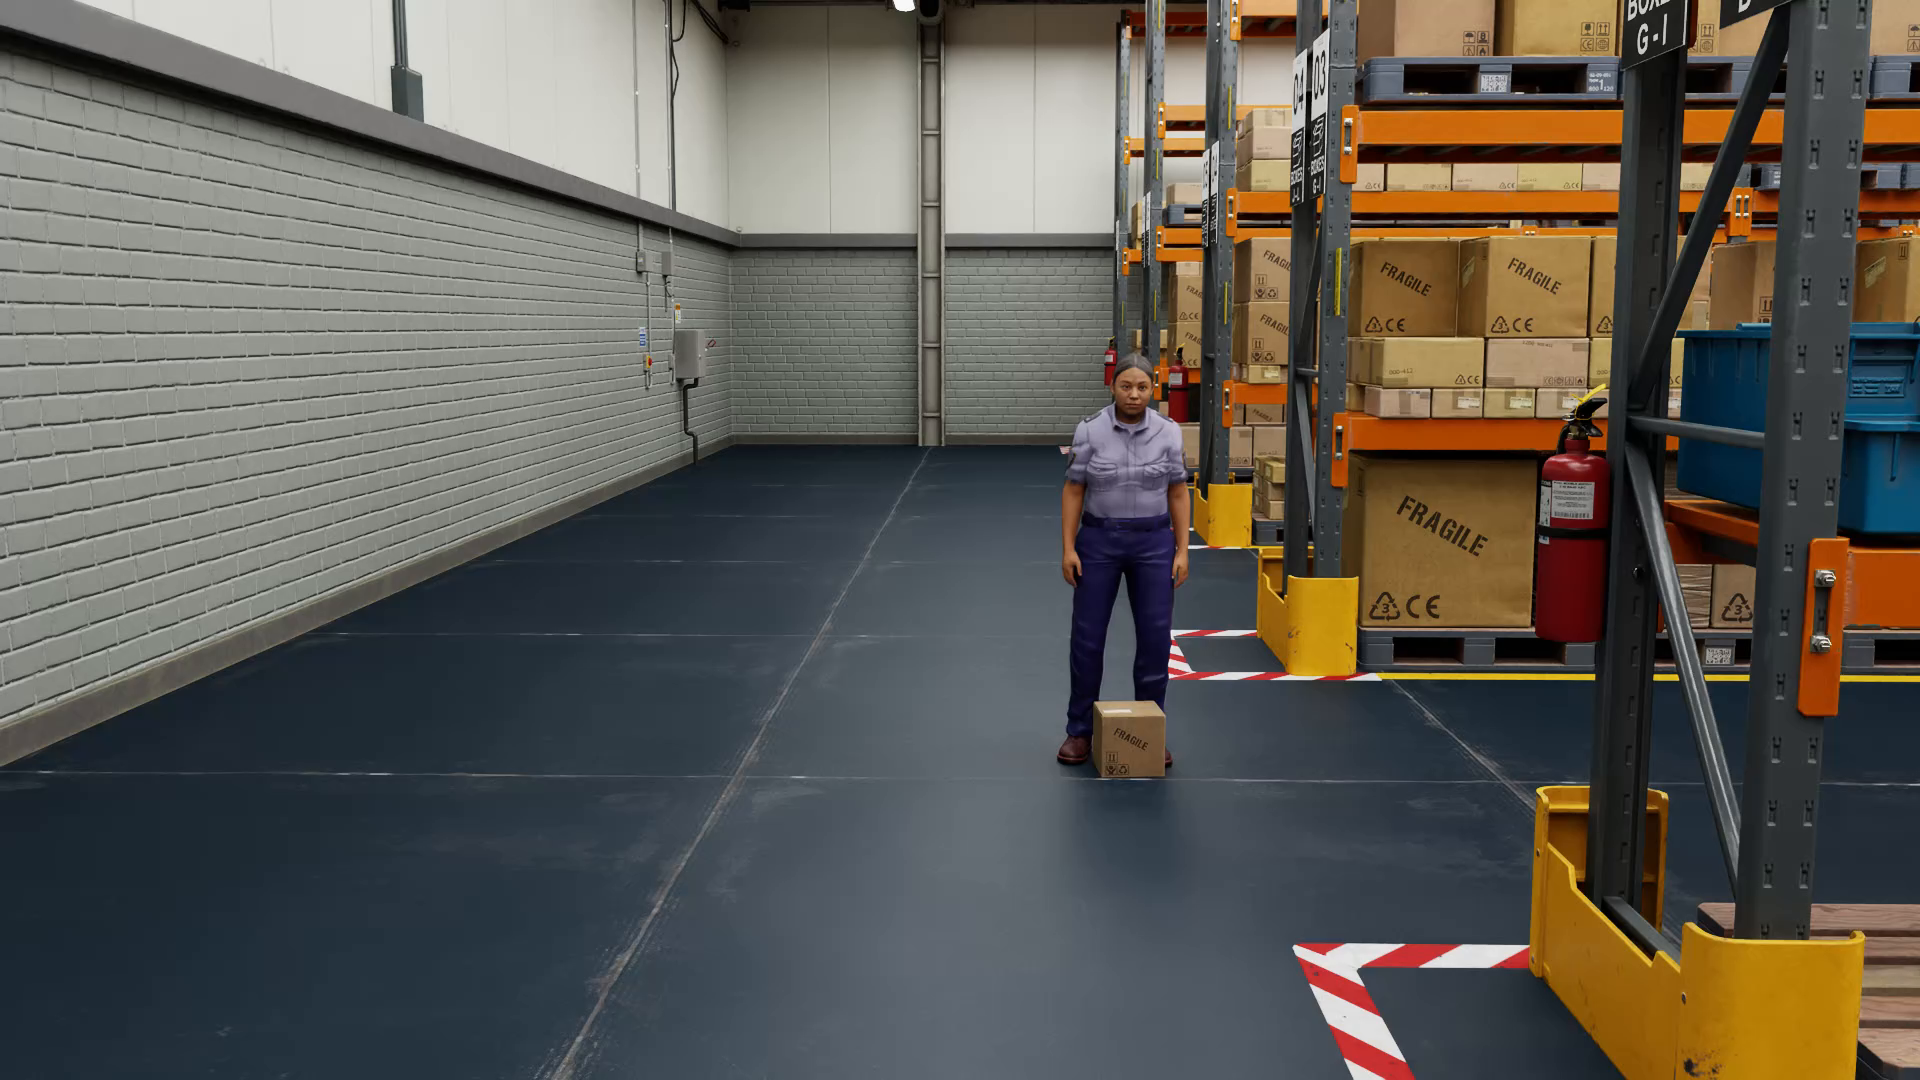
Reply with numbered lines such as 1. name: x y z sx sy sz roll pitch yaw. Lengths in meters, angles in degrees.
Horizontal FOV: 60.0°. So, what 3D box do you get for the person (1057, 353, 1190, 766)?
1. person: 0.667 0.073 6.740 0.538 1.652 0.380 0 7 2
